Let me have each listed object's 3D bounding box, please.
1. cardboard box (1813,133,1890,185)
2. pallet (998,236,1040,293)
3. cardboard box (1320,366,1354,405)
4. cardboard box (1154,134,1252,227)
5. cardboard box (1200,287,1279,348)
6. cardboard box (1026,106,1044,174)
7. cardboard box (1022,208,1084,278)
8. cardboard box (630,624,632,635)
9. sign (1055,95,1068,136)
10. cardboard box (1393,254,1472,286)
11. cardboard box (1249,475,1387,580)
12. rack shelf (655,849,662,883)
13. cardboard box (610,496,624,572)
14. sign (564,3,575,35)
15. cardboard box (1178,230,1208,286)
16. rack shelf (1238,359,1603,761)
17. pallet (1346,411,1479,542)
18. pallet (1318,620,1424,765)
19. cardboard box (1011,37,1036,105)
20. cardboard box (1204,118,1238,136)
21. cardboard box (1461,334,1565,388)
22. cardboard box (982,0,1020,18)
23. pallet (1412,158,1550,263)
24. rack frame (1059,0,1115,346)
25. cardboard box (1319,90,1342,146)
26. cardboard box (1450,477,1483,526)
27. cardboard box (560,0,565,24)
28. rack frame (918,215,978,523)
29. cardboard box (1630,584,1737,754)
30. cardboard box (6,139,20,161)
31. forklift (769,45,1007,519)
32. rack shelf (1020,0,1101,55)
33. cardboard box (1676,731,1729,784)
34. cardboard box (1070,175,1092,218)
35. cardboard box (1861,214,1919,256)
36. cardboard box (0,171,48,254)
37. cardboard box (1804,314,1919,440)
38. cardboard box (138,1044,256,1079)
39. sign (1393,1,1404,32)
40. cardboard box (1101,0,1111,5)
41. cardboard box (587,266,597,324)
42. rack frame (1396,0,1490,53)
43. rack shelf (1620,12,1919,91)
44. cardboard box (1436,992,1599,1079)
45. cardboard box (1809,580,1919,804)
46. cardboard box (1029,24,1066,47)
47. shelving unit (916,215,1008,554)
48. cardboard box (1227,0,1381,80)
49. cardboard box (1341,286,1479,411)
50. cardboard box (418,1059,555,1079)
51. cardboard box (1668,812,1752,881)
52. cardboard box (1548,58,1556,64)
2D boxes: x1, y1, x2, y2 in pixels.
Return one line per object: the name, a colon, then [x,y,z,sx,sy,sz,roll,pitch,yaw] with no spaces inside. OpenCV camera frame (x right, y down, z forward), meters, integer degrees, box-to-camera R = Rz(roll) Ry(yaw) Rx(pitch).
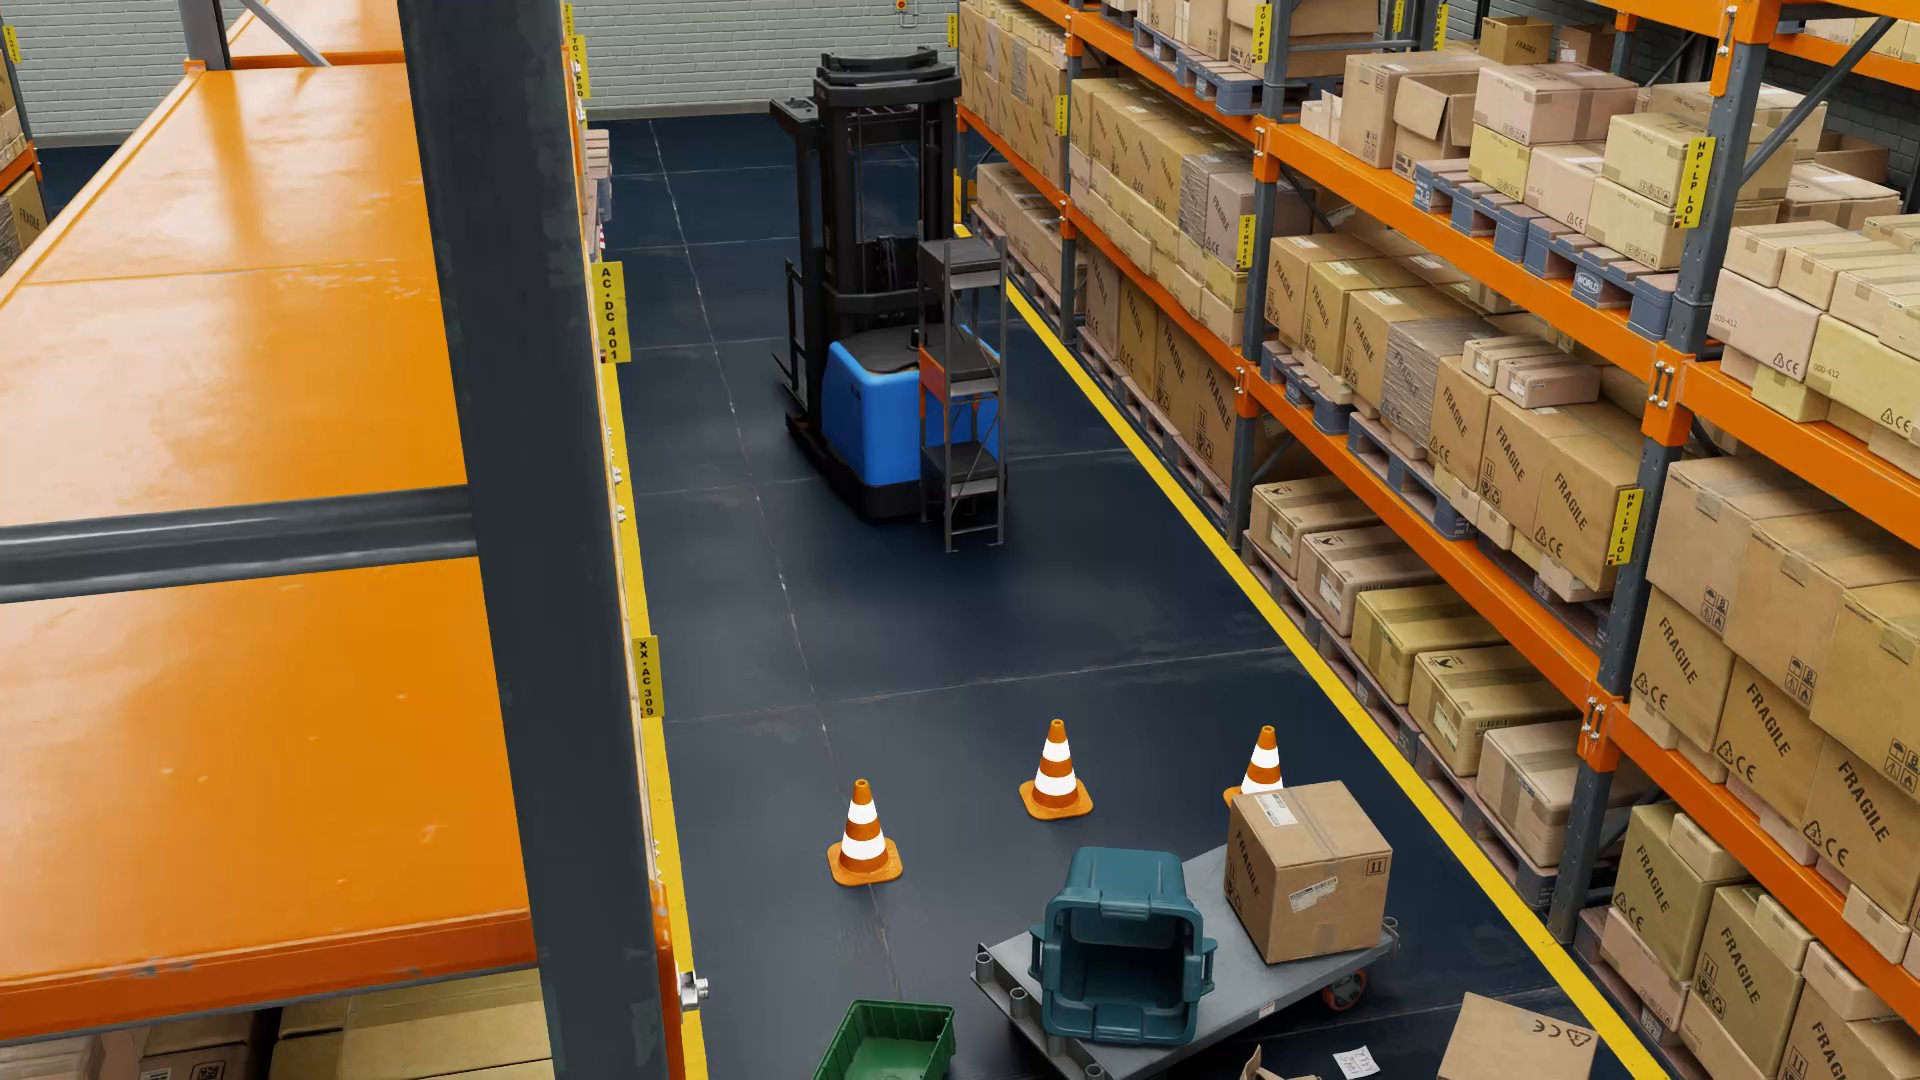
cardboard box: [6.557,-2.783,12.701,0.797,0.503,0.637,-7,28,-13]
pallet: [0.995,-2.736,16.282,1.003,0.211,1.213,-6,27,-12]
cardboard box: [2.252,-0.885,9.333,0.380,0.149,0.250,-6,27,-11]
cardboard box: [1.670,-2.481,11.461,0.500,0.500,0.500,-6,27,-12]
cardboard box: [1.903,-1.475,10.856,0.500,0.250,0.500,-7,28,-13]
cardboard box: [0.894,-3.550,14.689,0.500,0.500,0.500,-7,28,-13]
cardboard box: [1.129,-2.825,15.742,0.875,0.438,0.875,-7,28,-13]
cardboard box: [-1.485,0.654,6.360,0.500,0.500,0.500,-6,27,-11]
sign: [0.828,-3.467,13.587,0.100,0.325,0.005,-6,27,-12]
cardboard box: [2.770,-1.314,9.463,0.500,0.500,0.500,-6,27,-12]
cardboard box: [2.388,-0.111,10.438,0.950,0.372,0.625,-8,28,-15]
rack shelf: [-1.178,2.156,4.294,1.077,0.370,4.000,-6,27,-12]
cardboard box: [-0.835,0.049,3.159,0.380,0.149,0.250,-6,27,-11]
sign: [-3.788,-5.017,16.071,0.100,0.325,0.005,-6,27,-12]
cardboard box: [1.794,-1.914,11.171,0.500,0.250,0.500,-7,28,-13]
rack shelf: [2.721,-0.147,8.857,1.077,0.370,4.000,-6,27,-12]
pallet: [2.756,-0.395,8.764,1.003,0.211,1.213,-6,27,-12]
pallet: [2.716,0.777,9.324,1.003,0.211,1.213,-6,27,-12]
cardboard box: [0.763,-4.218,14.904,0.500,0.500,0.500,-6,27,-11]
cardboard box: [2.064,-2.746,11.987,0.500,0.500,0.500,-6,27,-11]
cardboard box: [2.595,-0.843,7.811,0.380,0.149,0.250,-7,28,-14]
cardboard box: [0.430,-5.107,15.946,0.380,0.149,0.250,-7,28,-13]
pallet: [2.899,-1.582,7.781,1.213,0.211,1.003,-6,27,-12]
rack frame: [1.369,-3.102,13.913,1.000,3.000,0.127,-6,27,-12]
cardboard box: [2.233,-2.357,9.258,0.396,0.266,0.258,-6,27,-12]
cardboard box: [2.590,-0.202,7.980,0.380,0.149,0.250,-6,27,-11]
cardboard box: [-3.279,-4.057,12.643,0.500,0.250,0.500,-5,27,-9]
rack frame: [-0.075,-1.085,10.916,0.400,2.100,0.015,-10,28,-18]
cardboard box: [2.999,0.454,6.427,0.500,0.500,0.500,-6,27,-12]
cardboard box: [-8.727,-3.503,14.986,0.380,0.149,0.250,-6,27,-11]
forklift: [-0.683,-2.094,11.992,1.130,2.935,3.031,-10,28,-19]
rack shelf: [0.918,-4.998,15.139,1.077,0.370,4.000,-6,27,-12]
cardboard box: [3.037,0.799,6.464,0.380,0.149,0.250,-5,27,-10]
cardboard box: [1.211,-2.815,13.511,0.500,0.250,0.500,-7,28,-13]
cardboard box: [3.456,-1.056,5.925,0.380,0.149,0.250,-5,27,-11]
cardboard box: [-8.966,-2.818,15.242,0.875,0.875,0.875,-6,27,-12]
cardboard box: [3.129,-0.548,5.362,0.500,0.250,0.500,-6,27,-12]
cardboard box: [-1.110,0.890,1.936,0.500,0.250,0.500,-6,27,-11]
sign: [4.774,-5.695,18.090,0.100,0.325,0.005,-6,27,-12]
cardboard box: [1.285,-4.257,12.295,0.500,0.500,0.500,-6,27,-13]
cardboard box: [-1.179,-0.619,4.481,0.380,0.149,0.250,-6,27,-12]
rack frame: [5.302,-5.364,18.394,1.000,3.000,0.127,-6,27,-12]
rack shelf: [6.654,-3.748,12.662,1.077,0.370,4.000,-6,27,-12]
cardboard box: [2.087,2.133,6.312,0.500,0.500,0.500,13,30,24]
cardboard box: [3.240,0.451,5.323,0.700,0.500,0.500,-7,28,-13]
cardboard box: [0.823,-4.438,14.620,0.380,0.149,0.250,-6,27,-12]
shelving unit: [0.010,-0.982,10.712,0.431,2.100,0.503,-10,28,-18]
cardboard box: [2.038,-3.069,9.938,0.797,0.503,0.637,-8,28,-15]
cardboard box: [2.396,-1.029,8.900,0.500,0.500,0.500,-5,27,-11]
cardboard box: [-0.492,0.719,1.831,0.380,0.149,0.250,-6,27,-11]
cardboard box: [3.011,1.173,6.477,0.380,0.149,0.250,-6,27,-11]
cardboard box: [5.886,-4.810,17.134,0.500,0.250,0.500,-5,27,-10]
